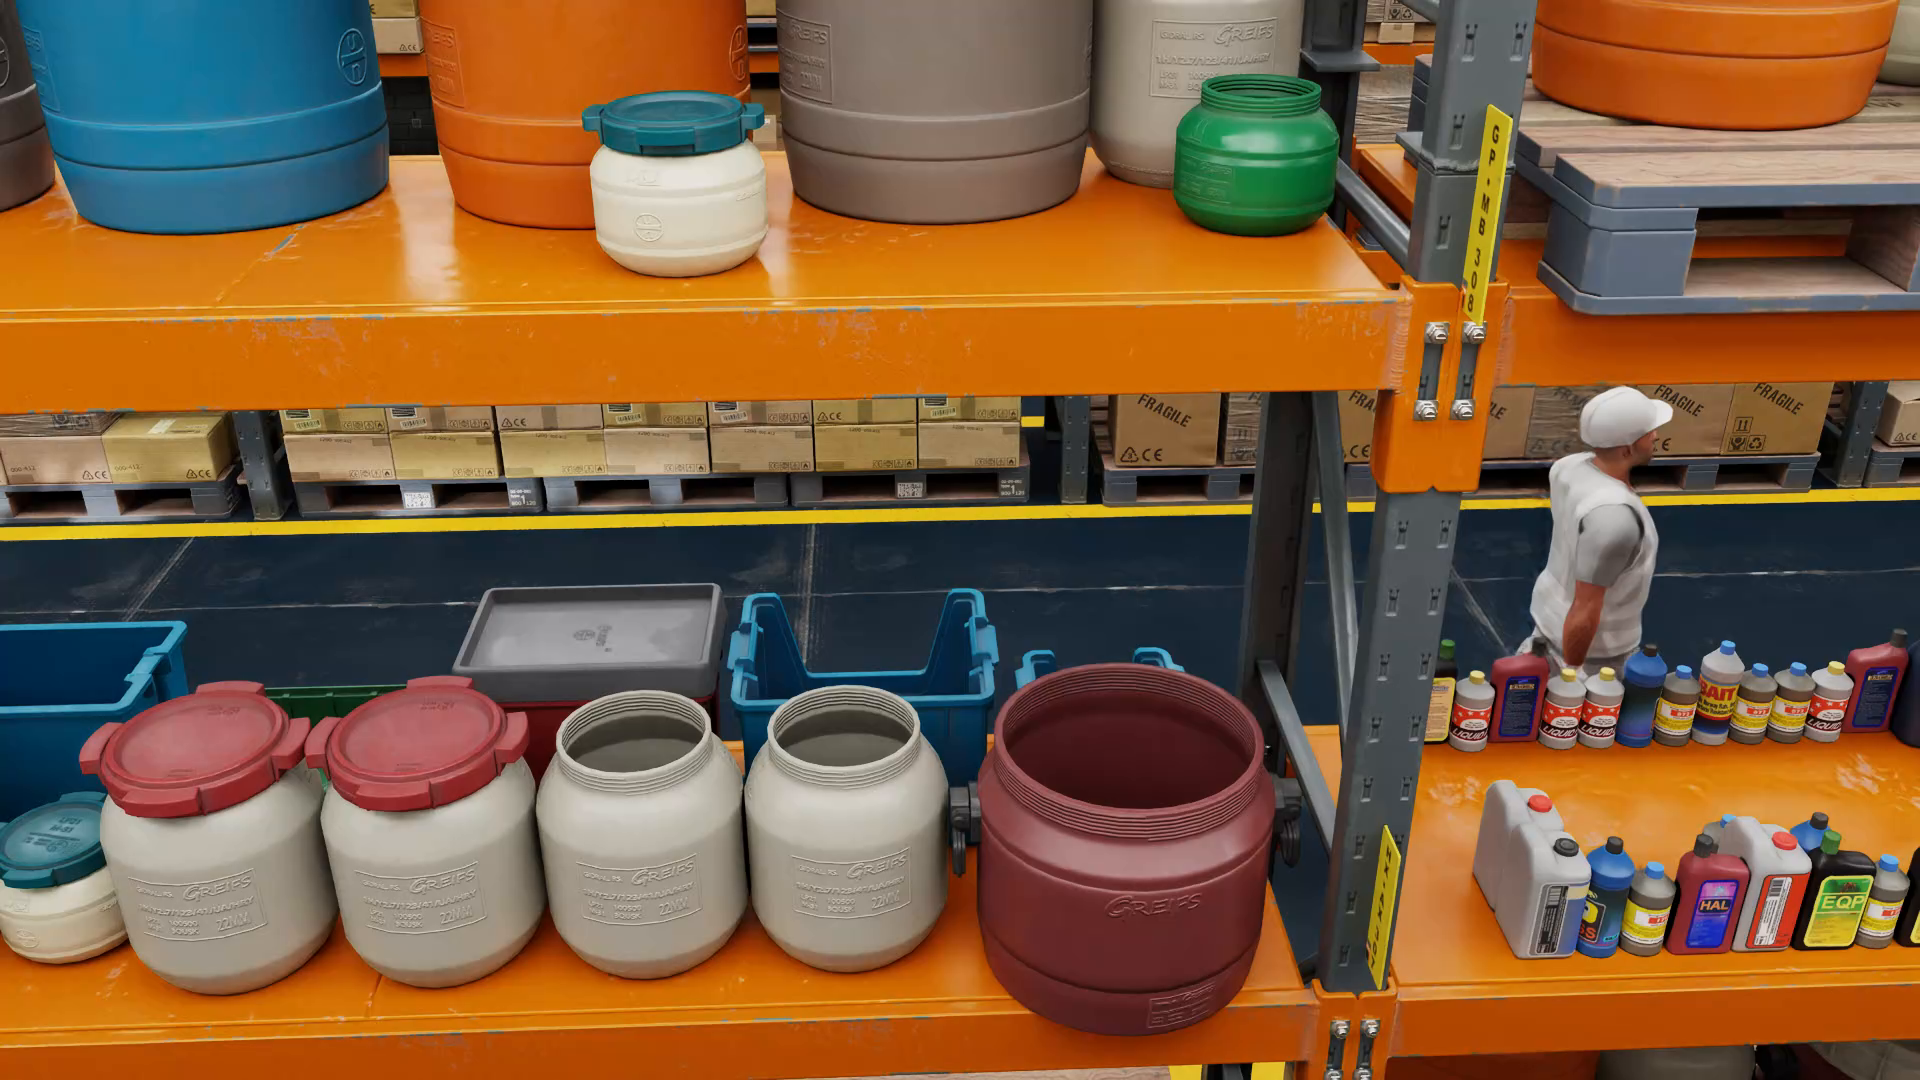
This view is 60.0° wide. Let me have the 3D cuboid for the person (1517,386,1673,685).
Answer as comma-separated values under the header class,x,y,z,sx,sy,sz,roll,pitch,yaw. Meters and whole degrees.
class,x,y,z,sx,sy,sz,roll,pitch,yaw
person,2.099,0.288,5.544,1.052,1.747,0.586,-2,27,-4
